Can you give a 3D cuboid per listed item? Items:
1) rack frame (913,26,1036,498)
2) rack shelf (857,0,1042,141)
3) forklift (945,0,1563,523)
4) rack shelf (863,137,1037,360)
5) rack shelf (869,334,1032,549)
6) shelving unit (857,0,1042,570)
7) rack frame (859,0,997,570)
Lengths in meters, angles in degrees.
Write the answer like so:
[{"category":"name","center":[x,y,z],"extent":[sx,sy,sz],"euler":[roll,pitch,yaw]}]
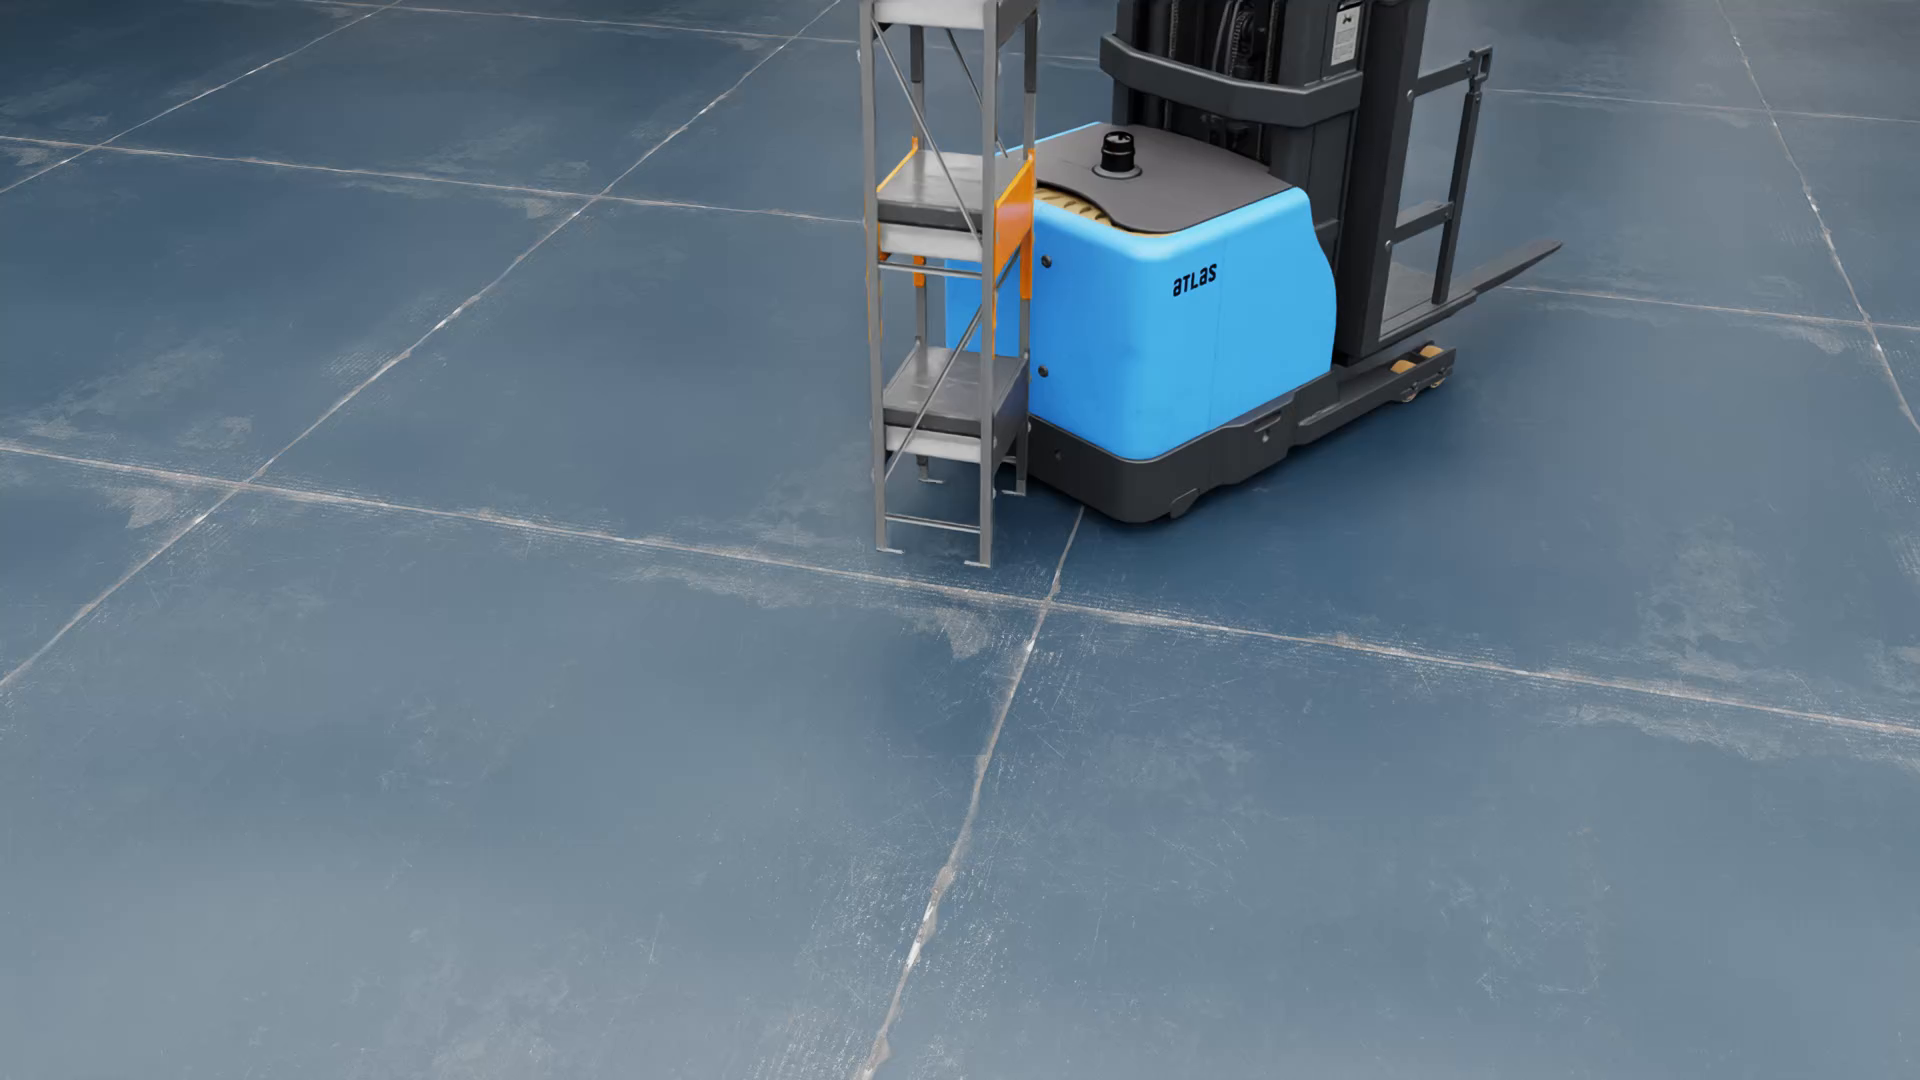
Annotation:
[{"category":"rack frame","center":[0.044,-1.071,5.478],"extent":[0.400,2.100,0.015],"euler":[9,33,14]},{"category":"rack shelf","center":[-0.024,-1.525,4.912],"extent":[0.431,0.518,0.480],"euler":[9,33,14]},{"category":"forklift","center":[1.358,-1.967,6.113],"extent":[3.031,2.935,1.130],"euler":[-26,41,-35]},{"category":"rack shelf","center":[-0.024,-0.934,5.287],"extent":[0.431,0.518,0.480],"euler":[9,33,14]},{"category":"rack shelf","center":[-0.024,-0.343,5.663],"extent":[0.431,0.518,0.480],"euler":[9,33,14]},{"category":"shelving unit","center":[-0.024,-0.945,5.280],"extent":[0.431,2.100,0.503],"euler":[9,33,14]},{"category":"rack frame","center":[-0.091,-0.820,5.082],"extent":[0.400,2.100,0.015],"euler":[9,33,14]}]
